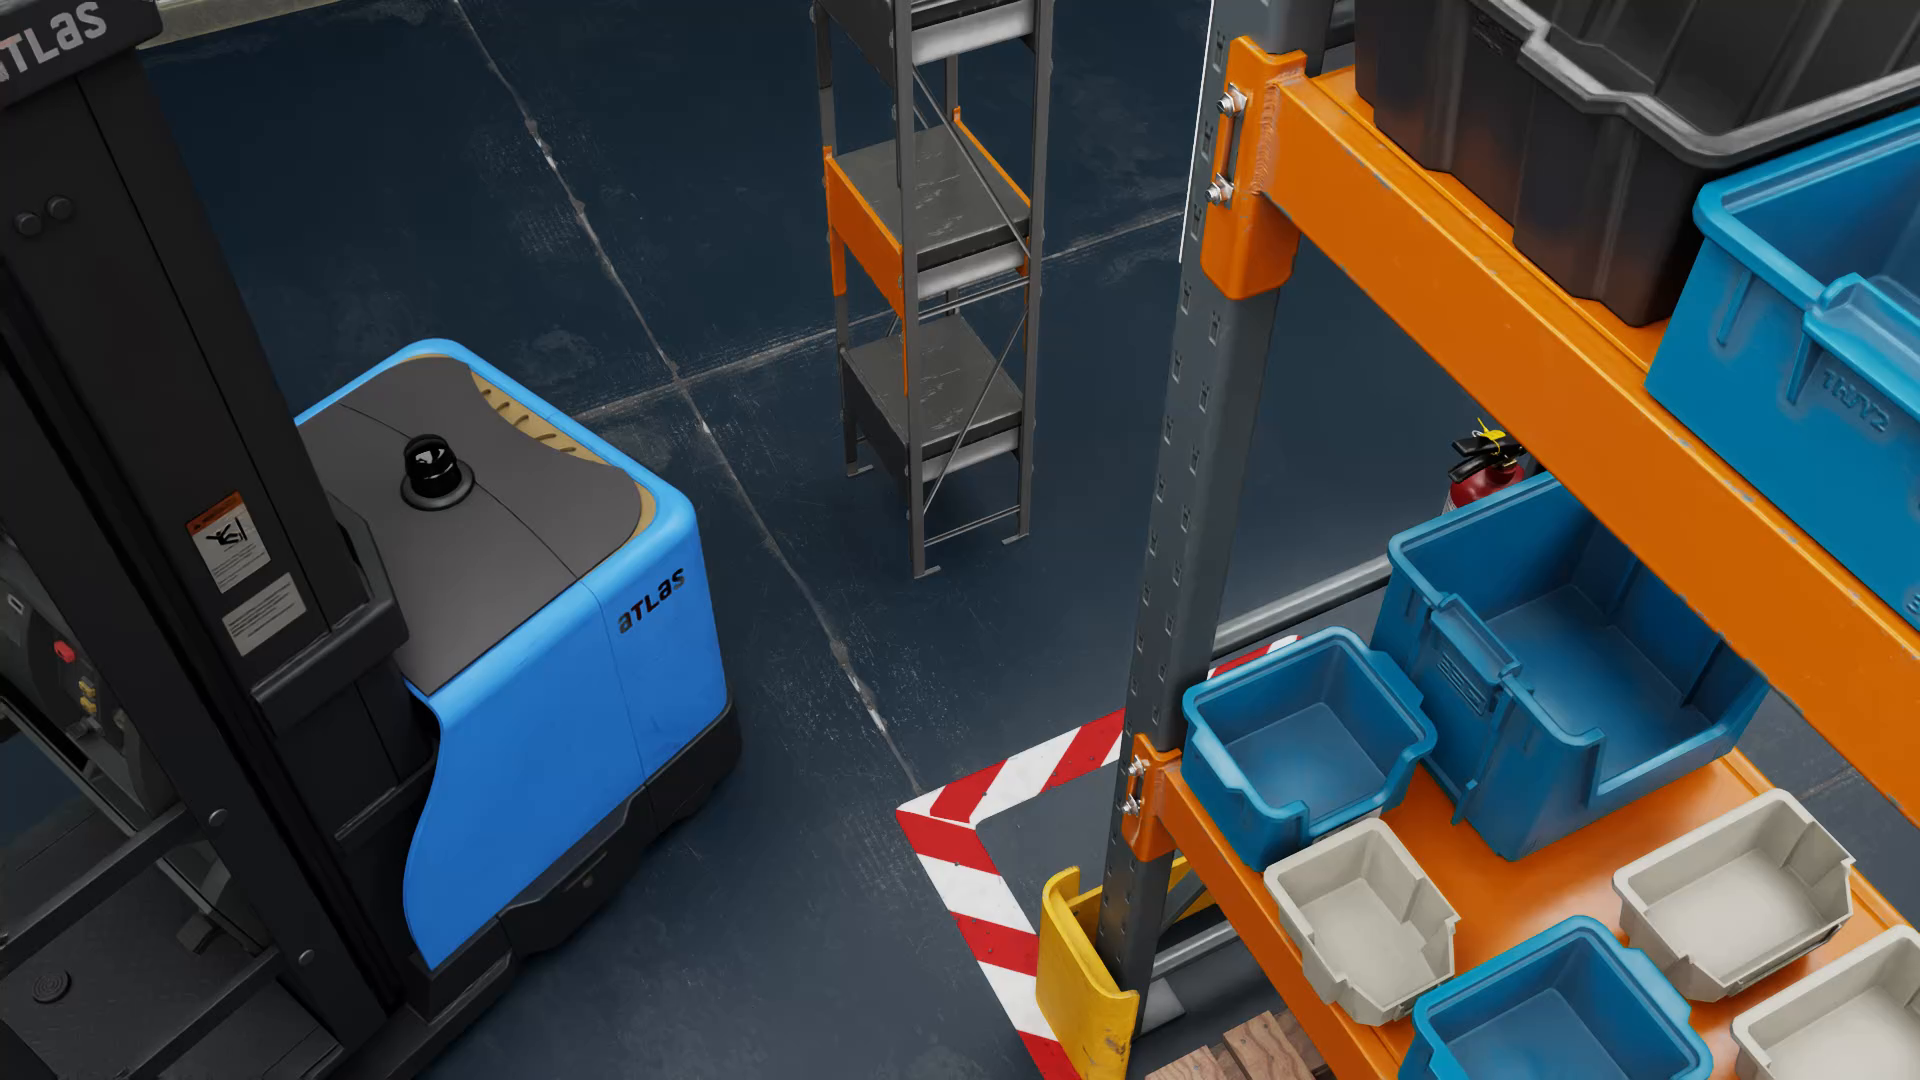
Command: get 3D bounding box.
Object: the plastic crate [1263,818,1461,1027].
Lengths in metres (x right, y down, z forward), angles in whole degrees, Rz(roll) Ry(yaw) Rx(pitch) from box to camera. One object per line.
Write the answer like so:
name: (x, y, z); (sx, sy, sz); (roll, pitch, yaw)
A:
plastic crate: (0.683, 0.662, 2.813); (0.250, 0.136, 0.298); (-21, 52, -18)

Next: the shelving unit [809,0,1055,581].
shelving unit: (-0.076, -0.802, 4.557); (0.431, 2.100, 0.503); (-21, 52, -18)

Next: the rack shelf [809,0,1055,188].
rack shelf: (-0.076, -1.254, 4.040); (0.431, 0.518, 0.480); (-21, 52, -18)

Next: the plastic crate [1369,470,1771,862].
plastic crate: (1.109, 0.202, 3.018); (0.616, 0.435, 0.499); (-21, 52, -18)

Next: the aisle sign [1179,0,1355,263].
aisle sign: (0.493, -0.729, 2.167); (0.394, 0.787, 0.004); (-21, 52, -18)

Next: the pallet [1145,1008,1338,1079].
pallet: (1.133, 1.557, 3.748); (1.003, 0.211, 1.213); (-21, 52, -18)

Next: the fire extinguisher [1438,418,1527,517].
fire extinguisher: (1.125, -0.036, 3.588); (0.296, 0.674, 0.183); (-21, 52, -18)

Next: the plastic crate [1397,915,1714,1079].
plastic crate: (0.911, 0.828, 2.605); (0.416, 0.233, 0.300); (-21, 52, -18)

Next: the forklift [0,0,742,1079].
forklift: (-1.936, 0.279, 3.058); (1.130, 2.935, 3.031); (32, 56, 25)

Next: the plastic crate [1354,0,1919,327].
plastic crate: (0.718, -0.518, 1.804); (0.497, 0.269, 0.590); (-21, 52, -18)

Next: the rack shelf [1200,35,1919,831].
rack shelf: (1.705, 0.661, 1.164); (1.077, 0.370, 4.000); (-21, 52, -18)

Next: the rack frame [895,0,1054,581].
rack frame: (0.036, -0.639, 4.414); (0.400, 2.100, 0.015); (-21, 52, -18)

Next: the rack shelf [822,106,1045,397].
rack shelf: (-0.076, -0.793, 4.567); (0.431, 0.518, 0.480); (-21, 52, -18)

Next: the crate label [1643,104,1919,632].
crate label: (0.925, -0.137, 1.483); (0.408, 0.251, 0.502); (-21, 52, -18)

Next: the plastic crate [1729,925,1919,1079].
plastic crate: (1.444, 0.823, 2.673); (0.396, 0.136, 0.243); (-21, 52, -18)

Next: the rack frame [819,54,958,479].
rack frame: (-0.187, -0.965, 4.699); (0.400, 2.100, 0.015); (-21, 52, -18)

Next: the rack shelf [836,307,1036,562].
rack shelf: (-0.076, -0.332, 5.094); (0.431, 0.518, 0.480); (-21, 52, -18)

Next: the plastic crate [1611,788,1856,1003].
plastic crate: (1.324, 0.624, 2.847); (0.396, 0.136, 0.243); (-21, 52, -18)

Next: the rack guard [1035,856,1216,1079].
rack guard: (0.767, 0.885, 4.144); (1.175, 0.500, 0.348); (-21, 52, -18)

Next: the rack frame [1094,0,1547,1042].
rack frame: (0.790, 0.073, 3.193); (1.000, 3.000, 0.127); (-21, 52, -18)

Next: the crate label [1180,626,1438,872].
crate label: (0.610, 0.387, 2.990); (0.416, 0.233, 0.303); (-21, 52, -18)

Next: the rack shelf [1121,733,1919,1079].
rack shelf: (1.705, 1.649, 2.293); (1.077, 0.370, 4.000); (-21, 52, -18)
